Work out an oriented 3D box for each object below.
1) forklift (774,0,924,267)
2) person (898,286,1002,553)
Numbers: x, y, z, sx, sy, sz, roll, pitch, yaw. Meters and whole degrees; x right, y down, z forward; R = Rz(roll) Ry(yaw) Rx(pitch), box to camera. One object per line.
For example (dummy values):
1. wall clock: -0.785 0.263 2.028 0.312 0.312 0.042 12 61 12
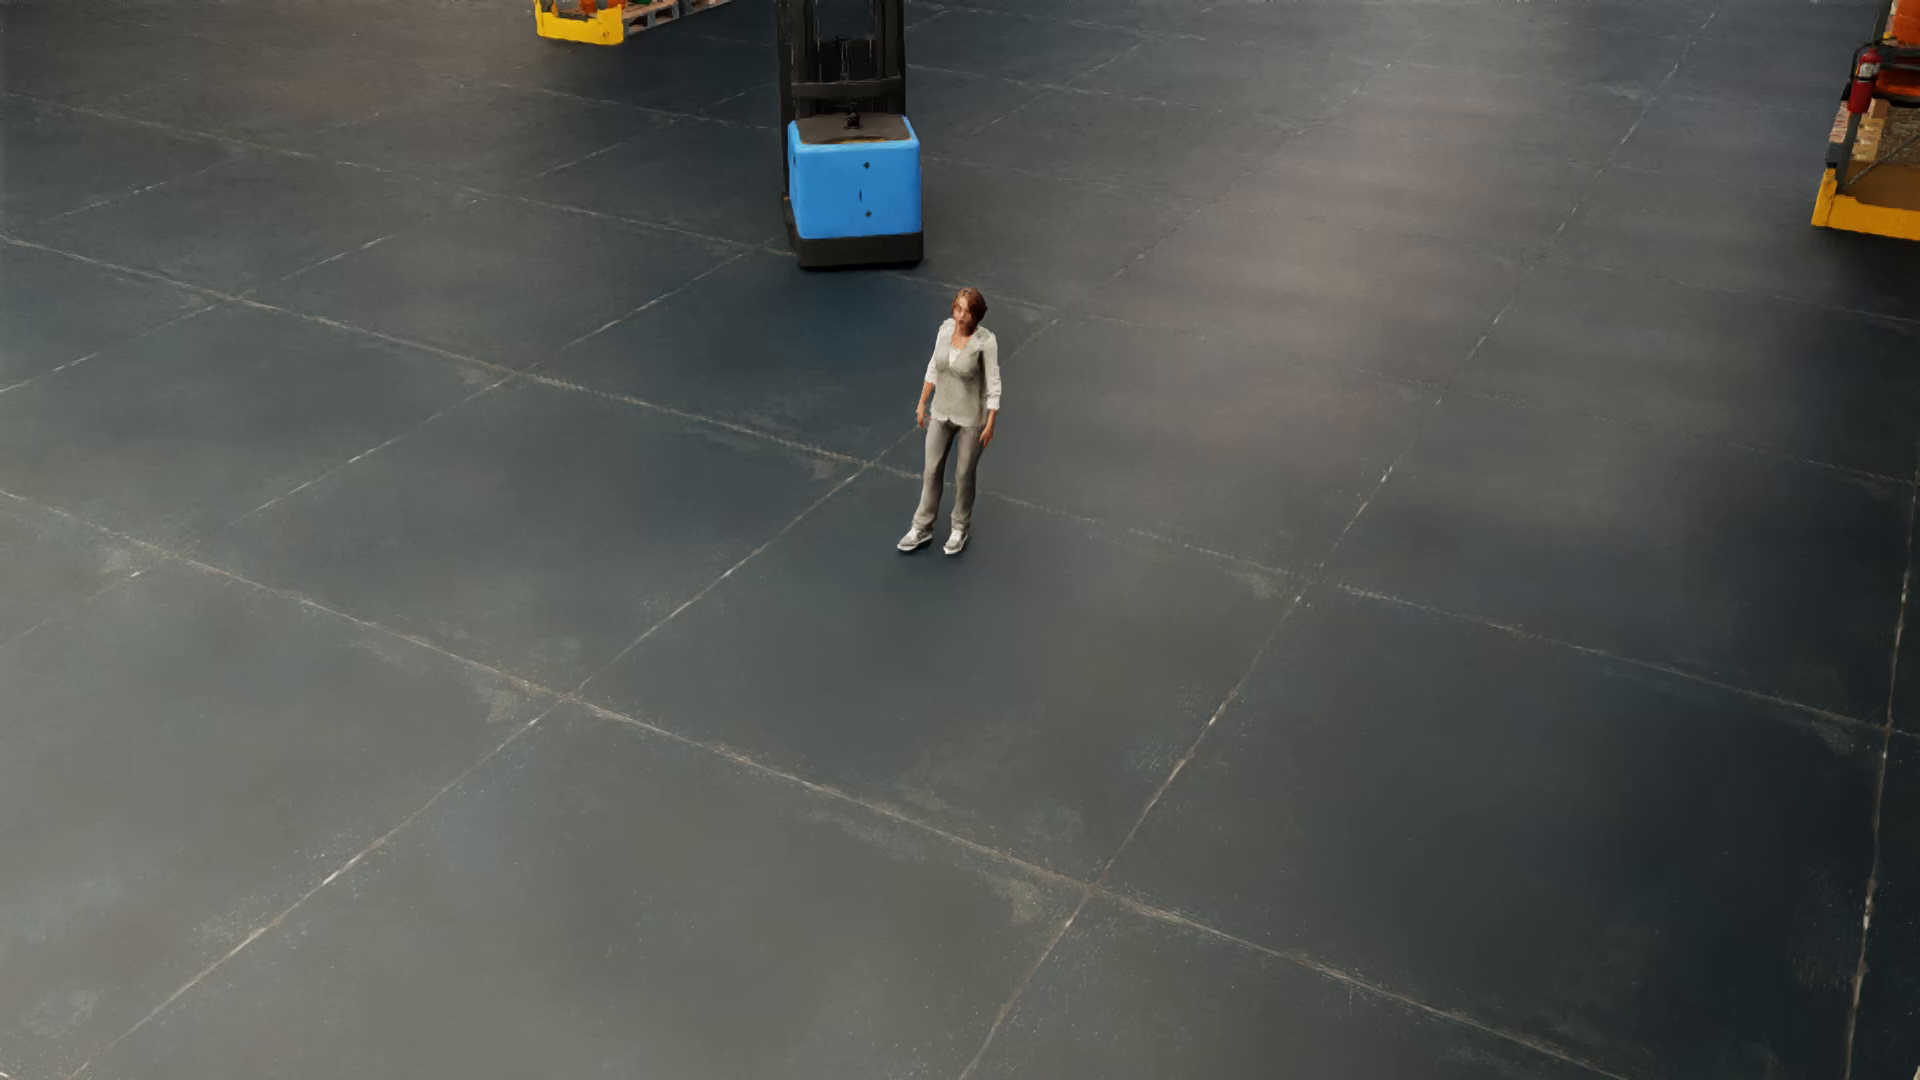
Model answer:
1. forklift: -1.058 -4.255 14.443 1.130 2.935 3.031 -5 30 -8
2. person: -0.048 -0.667 9.551 0.521 1.594 0.474 15 33 25
